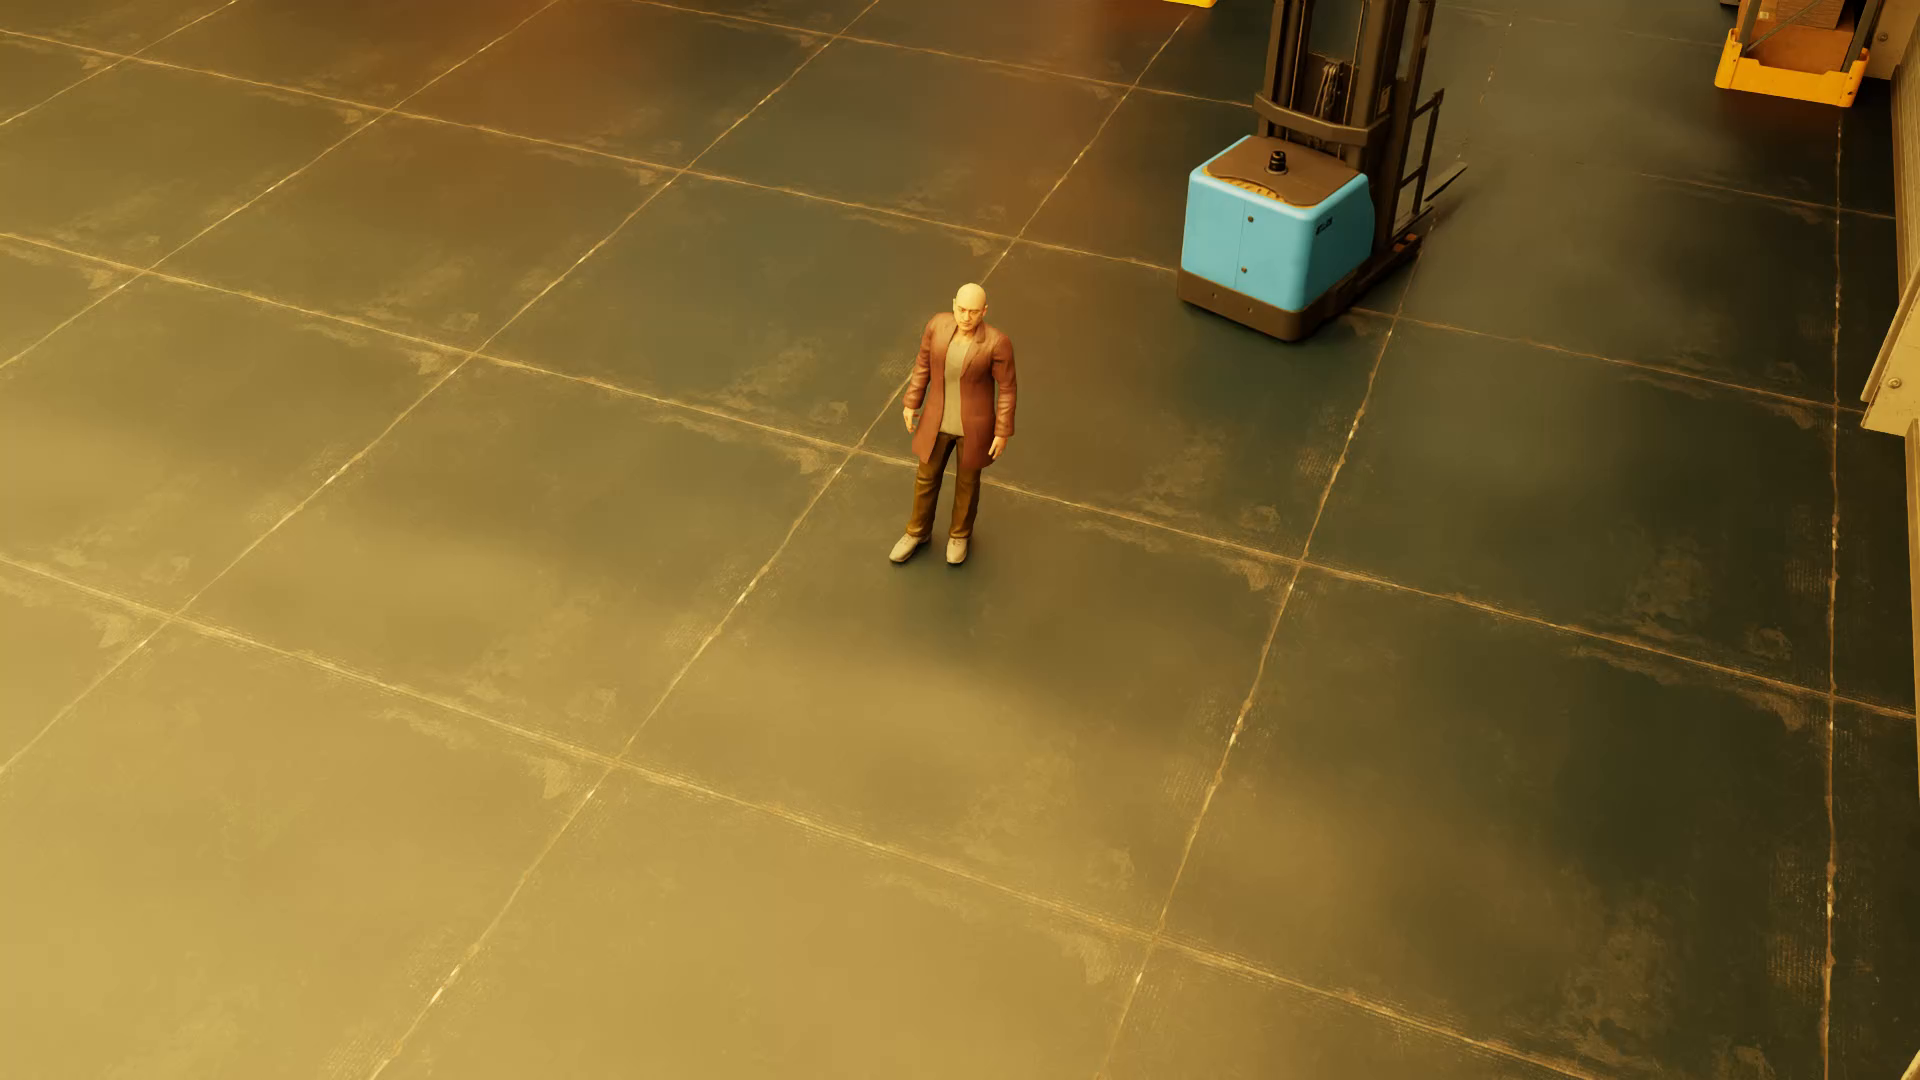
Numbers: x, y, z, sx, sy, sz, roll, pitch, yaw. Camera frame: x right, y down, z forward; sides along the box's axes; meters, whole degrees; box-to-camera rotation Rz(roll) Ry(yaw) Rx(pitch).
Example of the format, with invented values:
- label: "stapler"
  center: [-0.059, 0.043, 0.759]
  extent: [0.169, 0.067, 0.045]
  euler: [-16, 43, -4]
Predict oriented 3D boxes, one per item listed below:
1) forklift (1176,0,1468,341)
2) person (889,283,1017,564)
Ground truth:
- label: "forklift"
  center: [2.936, -3.424, 12.097]
  extent: [1.130, 2.935, 3.031]
  euler: [28, 47, 29]
- label: "person"
  center: [-0.039, -0.634, 9.650]
  extent: [0.698, 1.778, 0.579]
  euler: [15, 42, 17]
